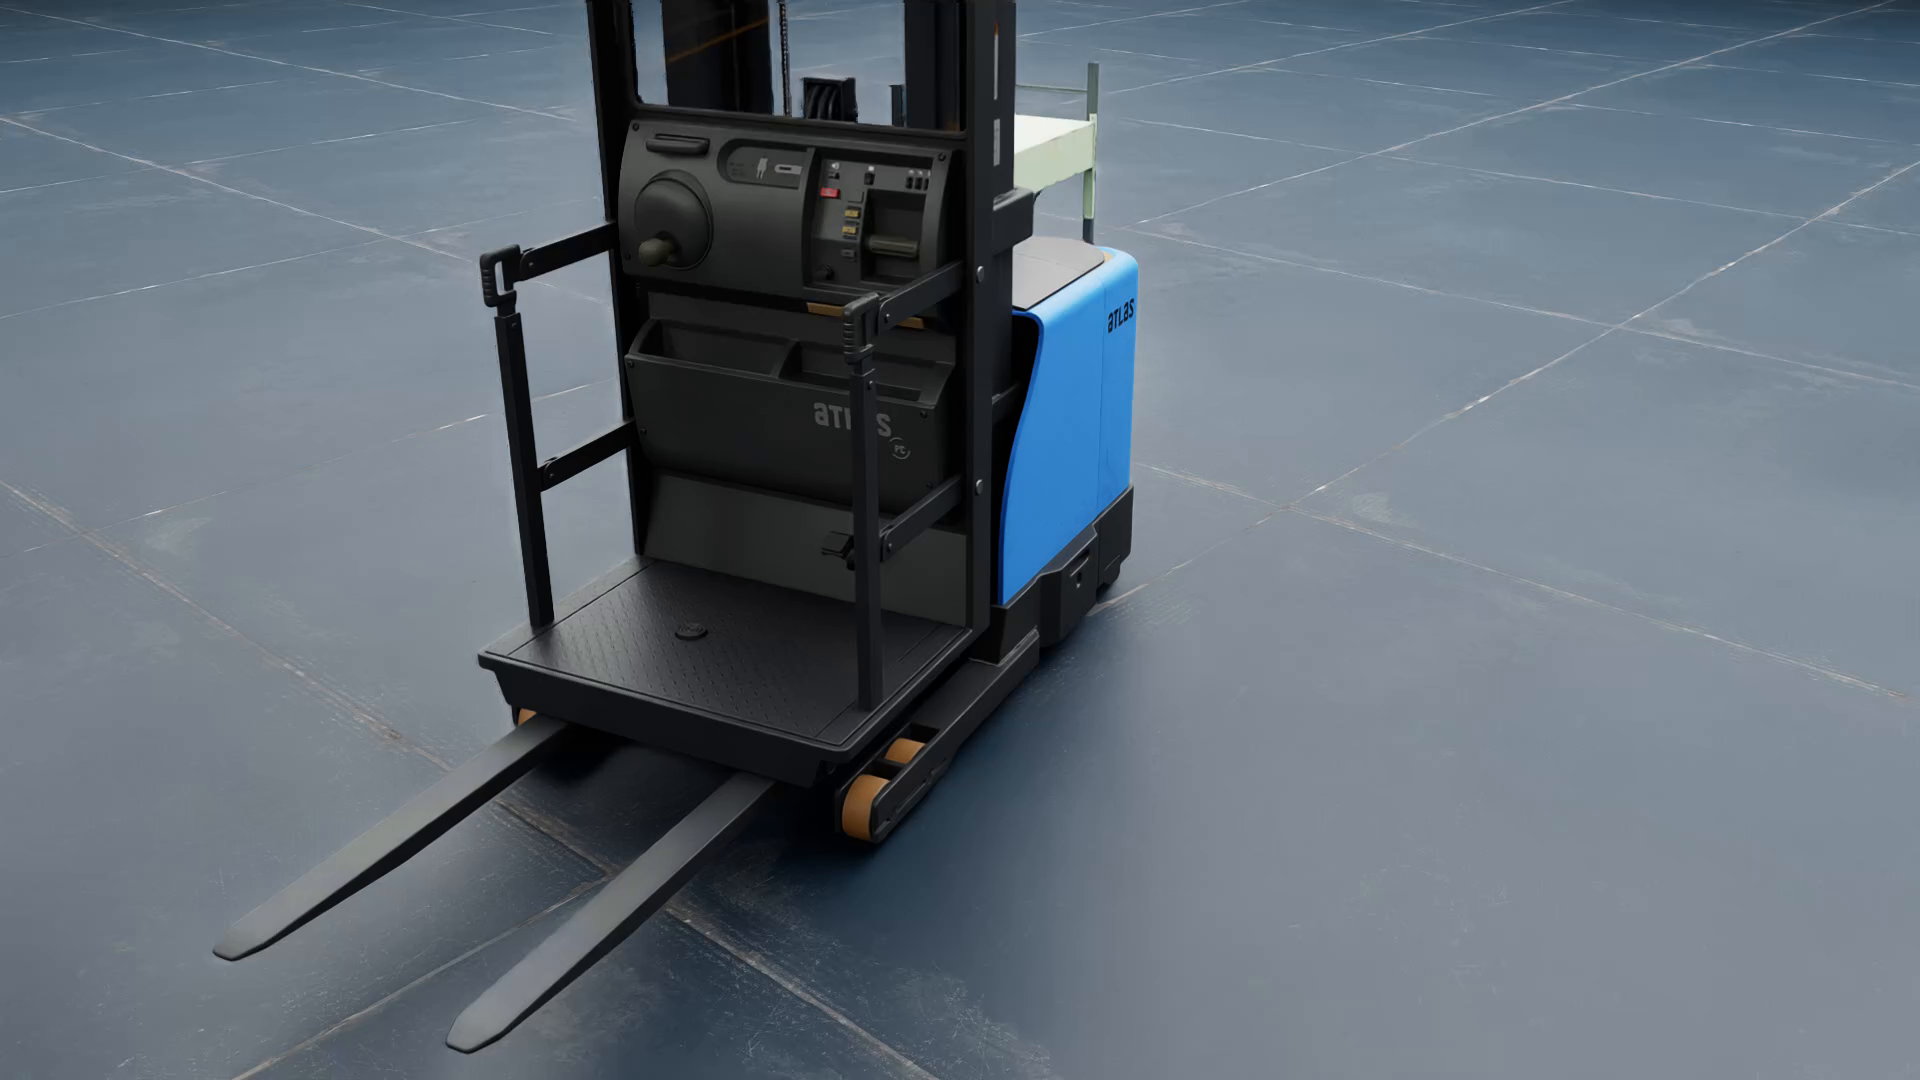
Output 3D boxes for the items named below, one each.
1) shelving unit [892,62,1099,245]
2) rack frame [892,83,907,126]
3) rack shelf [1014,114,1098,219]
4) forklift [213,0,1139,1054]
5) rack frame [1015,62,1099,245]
[{"bbox_3d":[0.132,-0.885,5.890,0.431,1.500,0.755,12,27,25],"label":"shelving unit"},{"bbox_3d":[-0.039,-0.753,5.595,0.400,1.500,0.023,12,27,25],"label":"rack frame"},{"bbox_3d":[0.132,-1.241,5.731,0.431,0.370,0.720,12,27,25],"label":"rack shelf"},{"bbox_3d":[-0.541,-0.798,3.948,1.130,2.935,3.031,11,27,24],"label":"forklift"},{"bbox_3d":[0.304,-1.017,6.185,0.400,1.500,0.023,12,27,25],"label":"rack frame"}]
